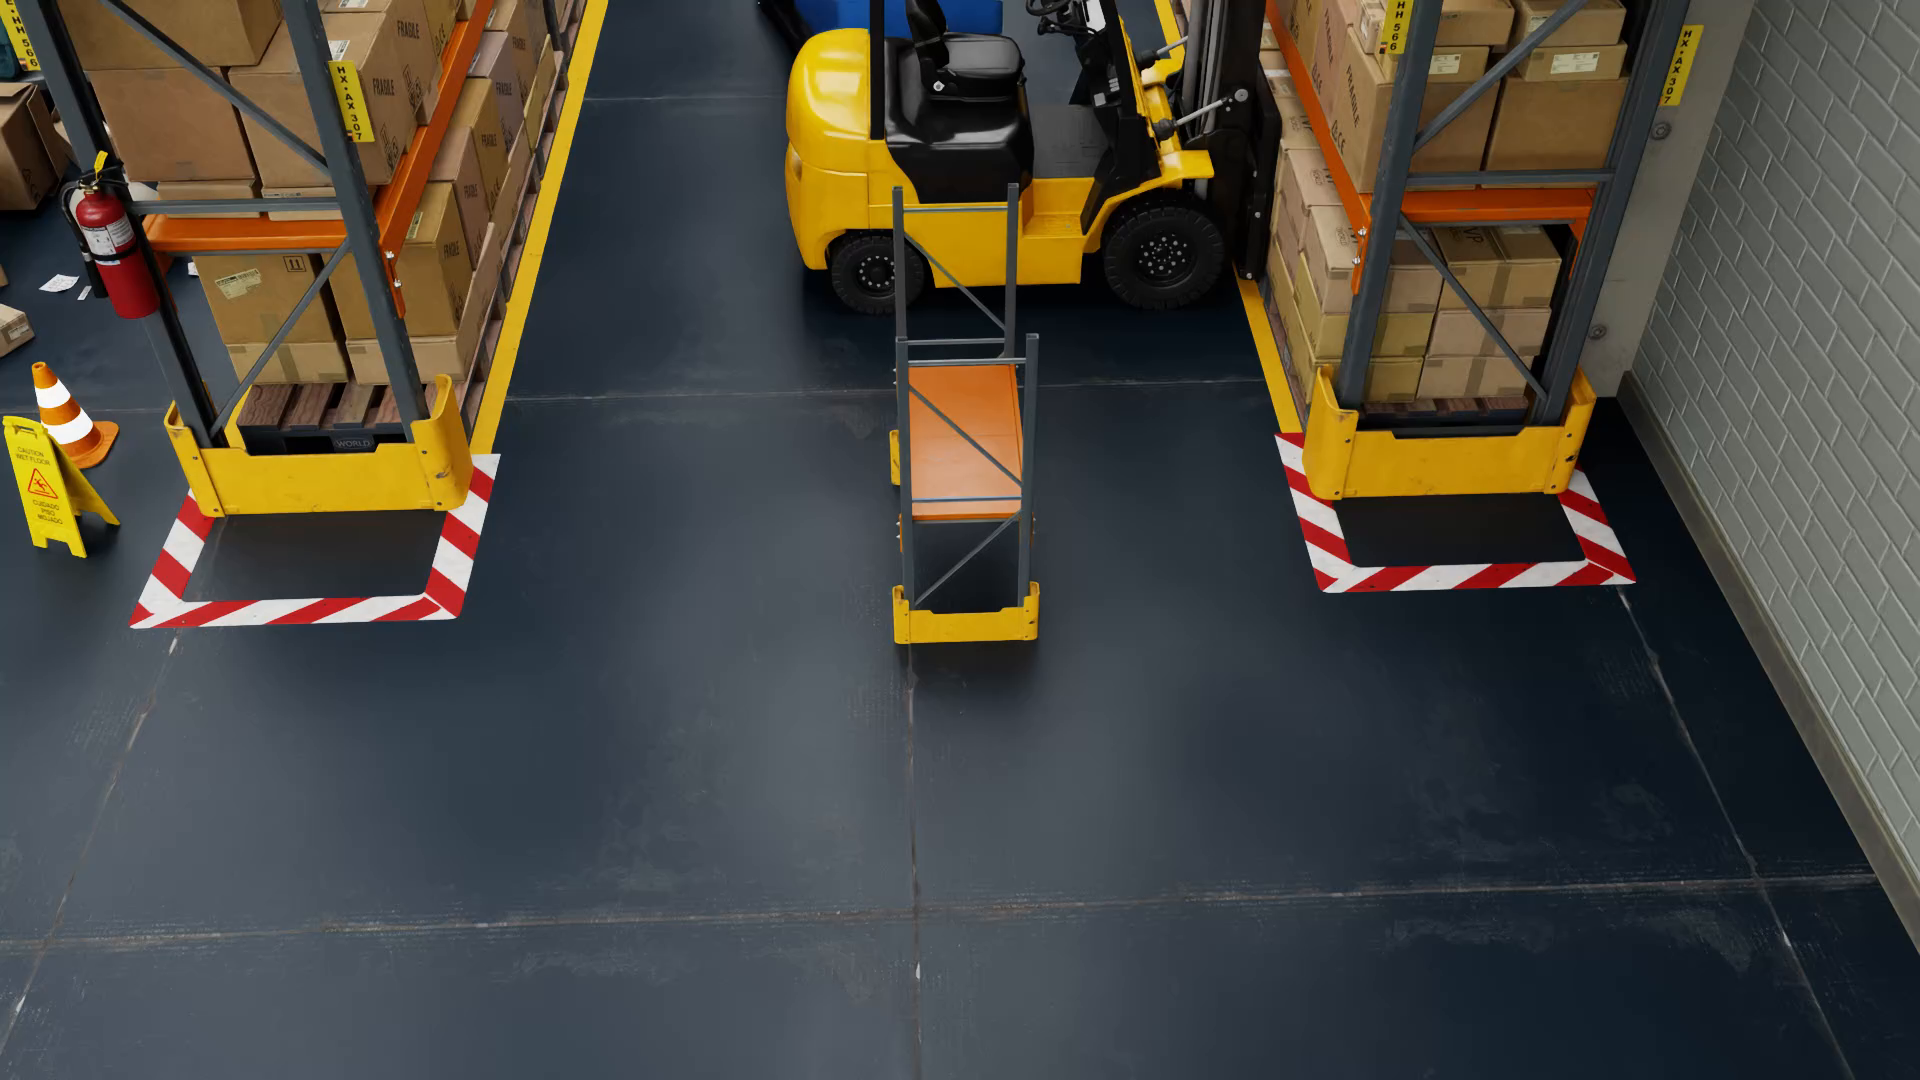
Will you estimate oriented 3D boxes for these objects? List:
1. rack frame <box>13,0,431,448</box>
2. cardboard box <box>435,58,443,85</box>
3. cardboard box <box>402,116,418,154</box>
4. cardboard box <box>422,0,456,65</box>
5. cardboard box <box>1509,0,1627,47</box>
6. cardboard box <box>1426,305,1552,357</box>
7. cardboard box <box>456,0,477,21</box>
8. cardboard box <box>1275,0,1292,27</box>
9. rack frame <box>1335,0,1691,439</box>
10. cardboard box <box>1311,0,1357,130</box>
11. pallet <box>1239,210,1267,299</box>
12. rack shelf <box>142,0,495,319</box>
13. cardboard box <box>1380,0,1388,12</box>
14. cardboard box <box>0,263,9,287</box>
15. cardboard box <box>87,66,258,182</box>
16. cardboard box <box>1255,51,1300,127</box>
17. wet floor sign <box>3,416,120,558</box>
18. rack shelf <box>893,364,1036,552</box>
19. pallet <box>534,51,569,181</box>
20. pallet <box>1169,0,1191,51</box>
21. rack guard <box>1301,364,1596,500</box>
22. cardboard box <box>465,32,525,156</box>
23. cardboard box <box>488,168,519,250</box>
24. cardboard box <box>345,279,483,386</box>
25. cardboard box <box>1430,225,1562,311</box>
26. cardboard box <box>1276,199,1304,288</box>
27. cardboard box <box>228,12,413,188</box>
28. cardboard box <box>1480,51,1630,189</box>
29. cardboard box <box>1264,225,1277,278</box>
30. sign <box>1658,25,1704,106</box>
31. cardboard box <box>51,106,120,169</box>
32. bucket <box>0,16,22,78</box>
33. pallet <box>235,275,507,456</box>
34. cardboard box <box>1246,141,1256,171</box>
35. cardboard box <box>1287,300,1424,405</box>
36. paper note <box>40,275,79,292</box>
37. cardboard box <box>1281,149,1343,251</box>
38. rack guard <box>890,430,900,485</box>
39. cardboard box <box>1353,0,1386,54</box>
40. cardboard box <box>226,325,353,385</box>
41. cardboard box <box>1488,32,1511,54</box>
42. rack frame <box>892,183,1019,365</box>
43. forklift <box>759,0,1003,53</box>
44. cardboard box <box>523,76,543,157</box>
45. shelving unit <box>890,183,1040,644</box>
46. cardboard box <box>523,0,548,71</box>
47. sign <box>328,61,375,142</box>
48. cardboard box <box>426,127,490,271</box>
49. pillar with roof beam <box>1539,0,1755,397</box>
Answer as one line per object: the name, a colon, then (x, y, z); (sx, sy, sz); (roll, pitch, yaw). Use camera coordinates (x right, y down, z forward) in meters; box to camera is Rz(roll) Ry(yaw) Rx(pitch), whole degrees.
rack frame: (-2.799, -1.288, 6.435); (1.000, 3.000, 0.127); (-2, 43, -2)
cardboard box: (-2.571, -2.128, 7.538); (0.380, 0.149, 0.250); (-1, 43, -1)
cardboard box: (-2.562, -1.782, 7.160); (0.380, 0.149, 0.250); (-3, 43, -3)
cardboard box: (-2.590, -2.456, 7.415); (0.500, 0.500, 0.500); (-2, 43, -3)
cardboard box: (2.359, -2.051, 6.494); (0.380, 0.149, 0.250); (-2, 43, -3)
cardboard box: (2.348, -1.082, 7.564); (0.500, 0.250, 0.500); (-1, 43, -1)
cardboard box: (-2.576, -2.655, 8.113); (0.380, 0.149, 0.250); (-1, 43, -1)
cardboard box: (1.810, -2.830, 8.043); (0.500, 0.500, 0.500); (-1, 43, -2)
rack frame: (2.160, -1.433, 6.593); (1.000, 3.000, 0.127); (-2, 43, -2)
cardboard box: (1.864, -2.145, 7.296); (0.500, 0.500, 0.500); (0, 43, 0)
pallet: (2.037, -1.742, 8.994); (1.003, 0.211, 1.213); (-2, 43, -2)
rack shelf: (-2.884, -2.373, 8.151); (1.077, 0.370, 4.000); (-2, 43, -2)
cardboard box: (1.893, -2.220, 6.678); (0.380, 0.149, 0.250); (-2, 43, -2)
cardboard box: (-5.403, -1.481, 8.493); (0.797, 0.503, 0.637); (-32, 51, -30)
cardboard box: (-3.097, -1.793, 6.692); (0.500, 0.500, 0.500); (-2, 43, -3)
cardboard box: (1.756, -2.272, 8.493); (0.500, 0.250, 0.500); (-2, 43, -3)
wet floor sign: (-3.860, -0.261, 7.057); (0.267, 0.644, 0.232); (12, 44, 13)
rack shelf: (0.004, -0.363, 6.802); (0.538, 0.185, 1.000); (-2, 43, -2)
pallet: (-2.905, -2.508, 9.830); (1.003, 0.211, 1.213); (-2, 43, -2)
pallet: (1.920, -3.601, 11.023); (1.003, 0.211, 1.213); (-2, 43, -2)
rack guard: (2.161, -0.495, 7.420); (1.175, 0.500, 0.348); (-2, 43, -2)
cardboard box: (-2.630, -2.326, 8.737); (0.500, 0.500, 0.500); (0, 43, 0)
cardboard box: (-2.607, -1.694, 8.603); (0.500, 0.250, 0.500); (1, 43, 1)
cardboard box: (-2.557, -0.981, 7.825); (0.500, 0.250, 0.500); (-2, 43, -2)
cardboard box: (2.329, -1.272, 7.402); (0.500, 0.250, 0.500); (-2, 43, -2)
cardboard box: (1.816, -1.417, 7.930); (0.500, 0.250, 0.500); (-2, 43, -2)
cardboard box: (-2.542, -1.762, 6.658); (0.500, 0.500, 0.500); (-2, 43, -2)
cardboard box: (2.416, -1.812, 6.933); (0.500, 0.500, 0.500); (0, 43, 0)
cardboard box: (1.800, -1.556, 8.452); (0.500, 0.250, 0.500); (-1, 43, -1)
sign: (2.715, -1.793, 6.287); (0.100, 0.325, 0.005); (-2, 43, -2)
cardboard box: (-5.079, -2.369, 9.638); (0.258, 0.266, 0.396); (-32, 51, -30)
bucket: (-5.601, -3.106, 9.716); (0.726, 0.611, 0.620); (12, 34, 13)
pallet: (-2.801, -0.861, 8.033); (1.003, 0.211, 1.213); (-2, 43, -2)
cardboard box: (1.756, -2.103, 8.678); (0.500, 0.250, 0.500); (-2, 43, -2)
cardboard box: (1.824, -0.882, 7.717); (0.500, 0.250, 0.500); (-1, 43, -1)
paper note: (-4.714, -1.348, 8.706); (0.148, 0.019, 0.142); (12, 44, 13)
cardboard box: (1.801, -1.589, 7.748); (0.500, 0.250, 0.500); (-1, 43, -1)
rack guard: (-0.018, -0.377, 7.476); (0.587, 0.250, 0.087); (-2, 43, -2)
cardboard box: (1.825, -2.106, 6.774); (0.380, 0.149, 0.250); (-1, 43, -1)
cardboard box: (-3.103, -0.983, 7.827); (0.500, 0.250, 0.500); (-2, 43, -2)
cardboard box: (2.331, -2.110, 6.778); (0.380, 0.149, 0.250); (-2, 43, -2)
rack frame: (-0.018, -0.838, 7.055); (0.500, 1.500, 0.032); (-2, 43, -2)
forklift: (-0.726, -4.623, 10.124); (1.130, 2.935, 3.031); (-14, 44, -15)
cardboard box: (-2.643, -2.379, 9.349); (0.500, 0.250, 0.500); (-3, 43, -3)
shelving unit: (0.003, -0.501, 6.687); (0.587, 1.500, 1.083); (-2, 43, -2)
cardboard box: (-2.676, -3.014, 9.487); (0.500, 0.500, 0.500); (-2, 43, -2)
sign: (-2.257, -1.623, 6.160); (0.100, 0.325, 0.005); (-2, 43, -2)
cardboard box: (-2.585, -1.627, 7.974); (0.500, 0.500, 0.500); (-3, 43, -3)
pillar with roof beam: (-1.270, -4.017, 4.972); (9.100, 9.000, 0.400); (-2, 43, -2)
